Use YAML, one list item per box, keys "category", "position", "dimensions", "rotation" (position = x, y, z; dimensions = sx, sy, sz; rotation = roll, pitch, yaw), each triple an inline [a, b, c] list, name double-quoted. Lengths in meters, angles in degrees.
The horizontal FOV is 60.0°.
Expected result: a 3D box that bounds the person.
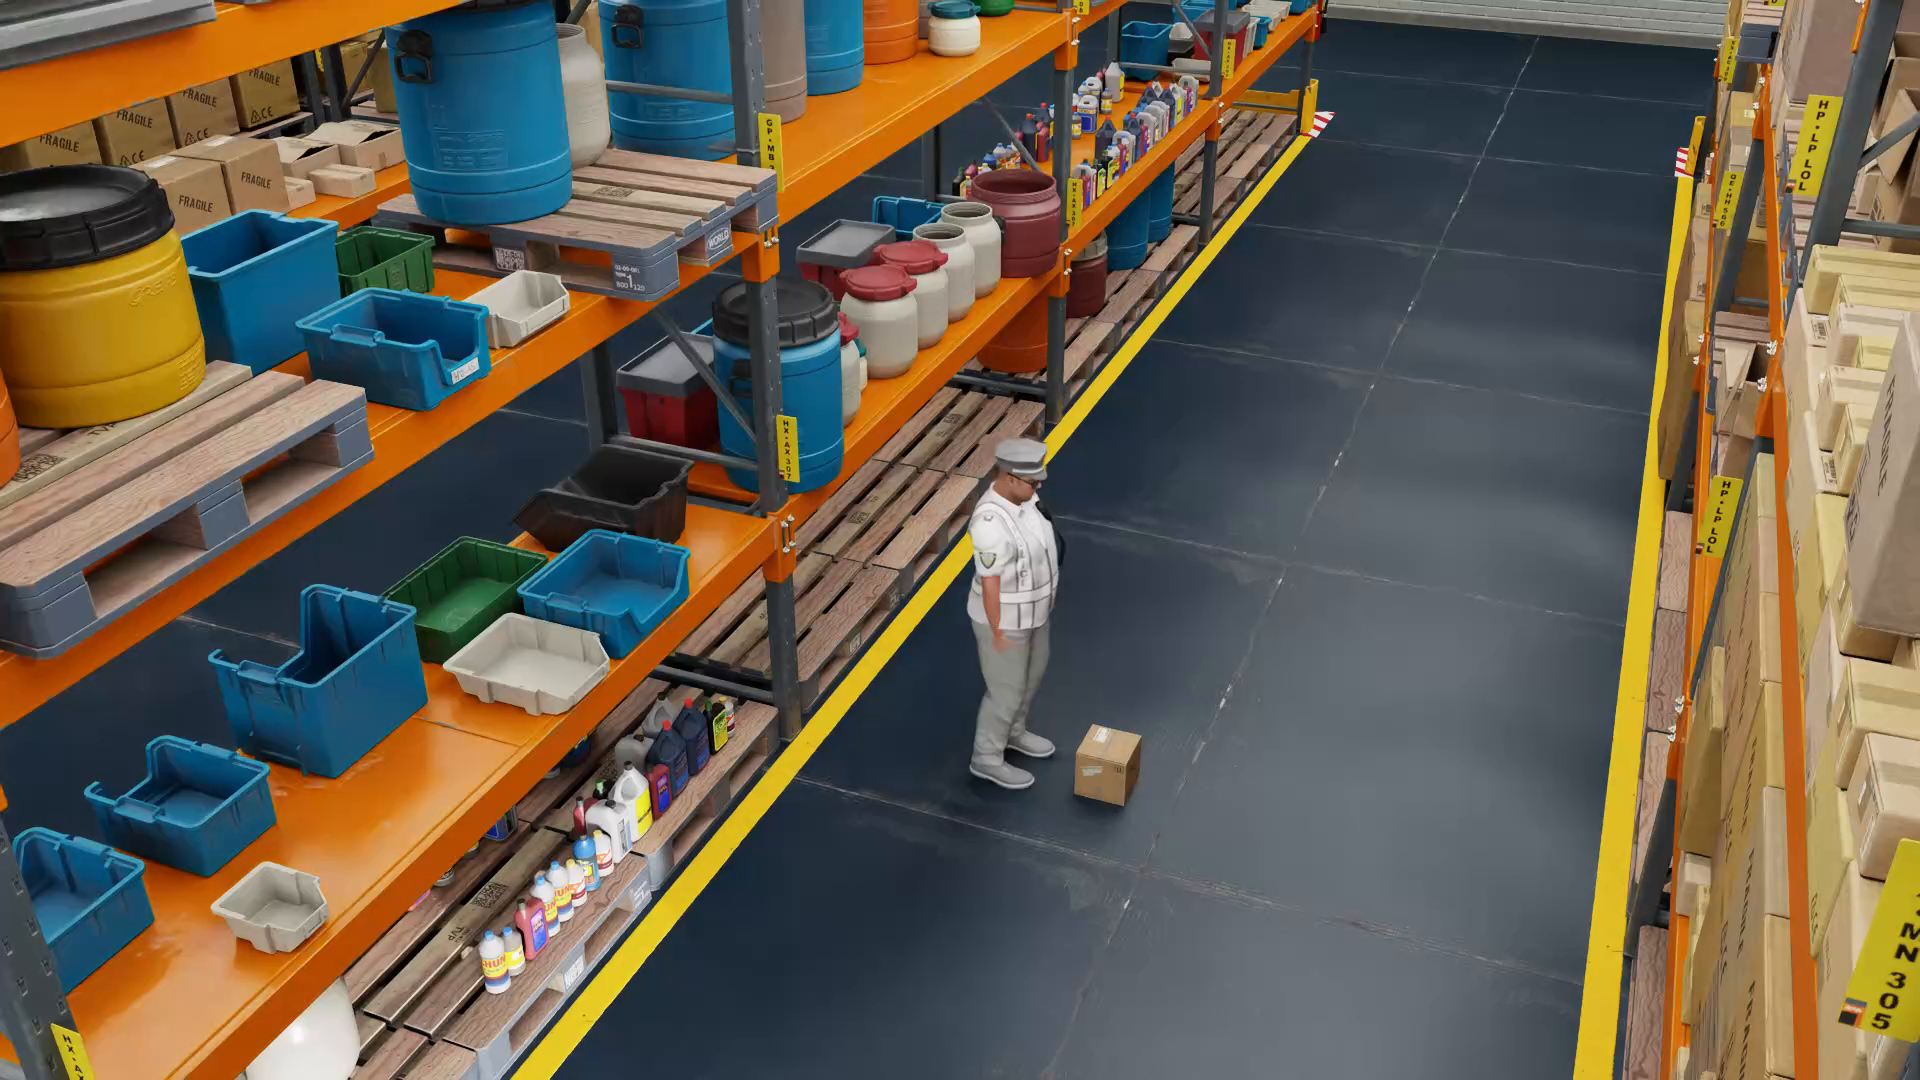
- category: "person"
  position: [0.294, 0.392, 7.851]
  dimensions: [0.634, 1.614, 0.578]
  rotation: [12, 32, 20]
